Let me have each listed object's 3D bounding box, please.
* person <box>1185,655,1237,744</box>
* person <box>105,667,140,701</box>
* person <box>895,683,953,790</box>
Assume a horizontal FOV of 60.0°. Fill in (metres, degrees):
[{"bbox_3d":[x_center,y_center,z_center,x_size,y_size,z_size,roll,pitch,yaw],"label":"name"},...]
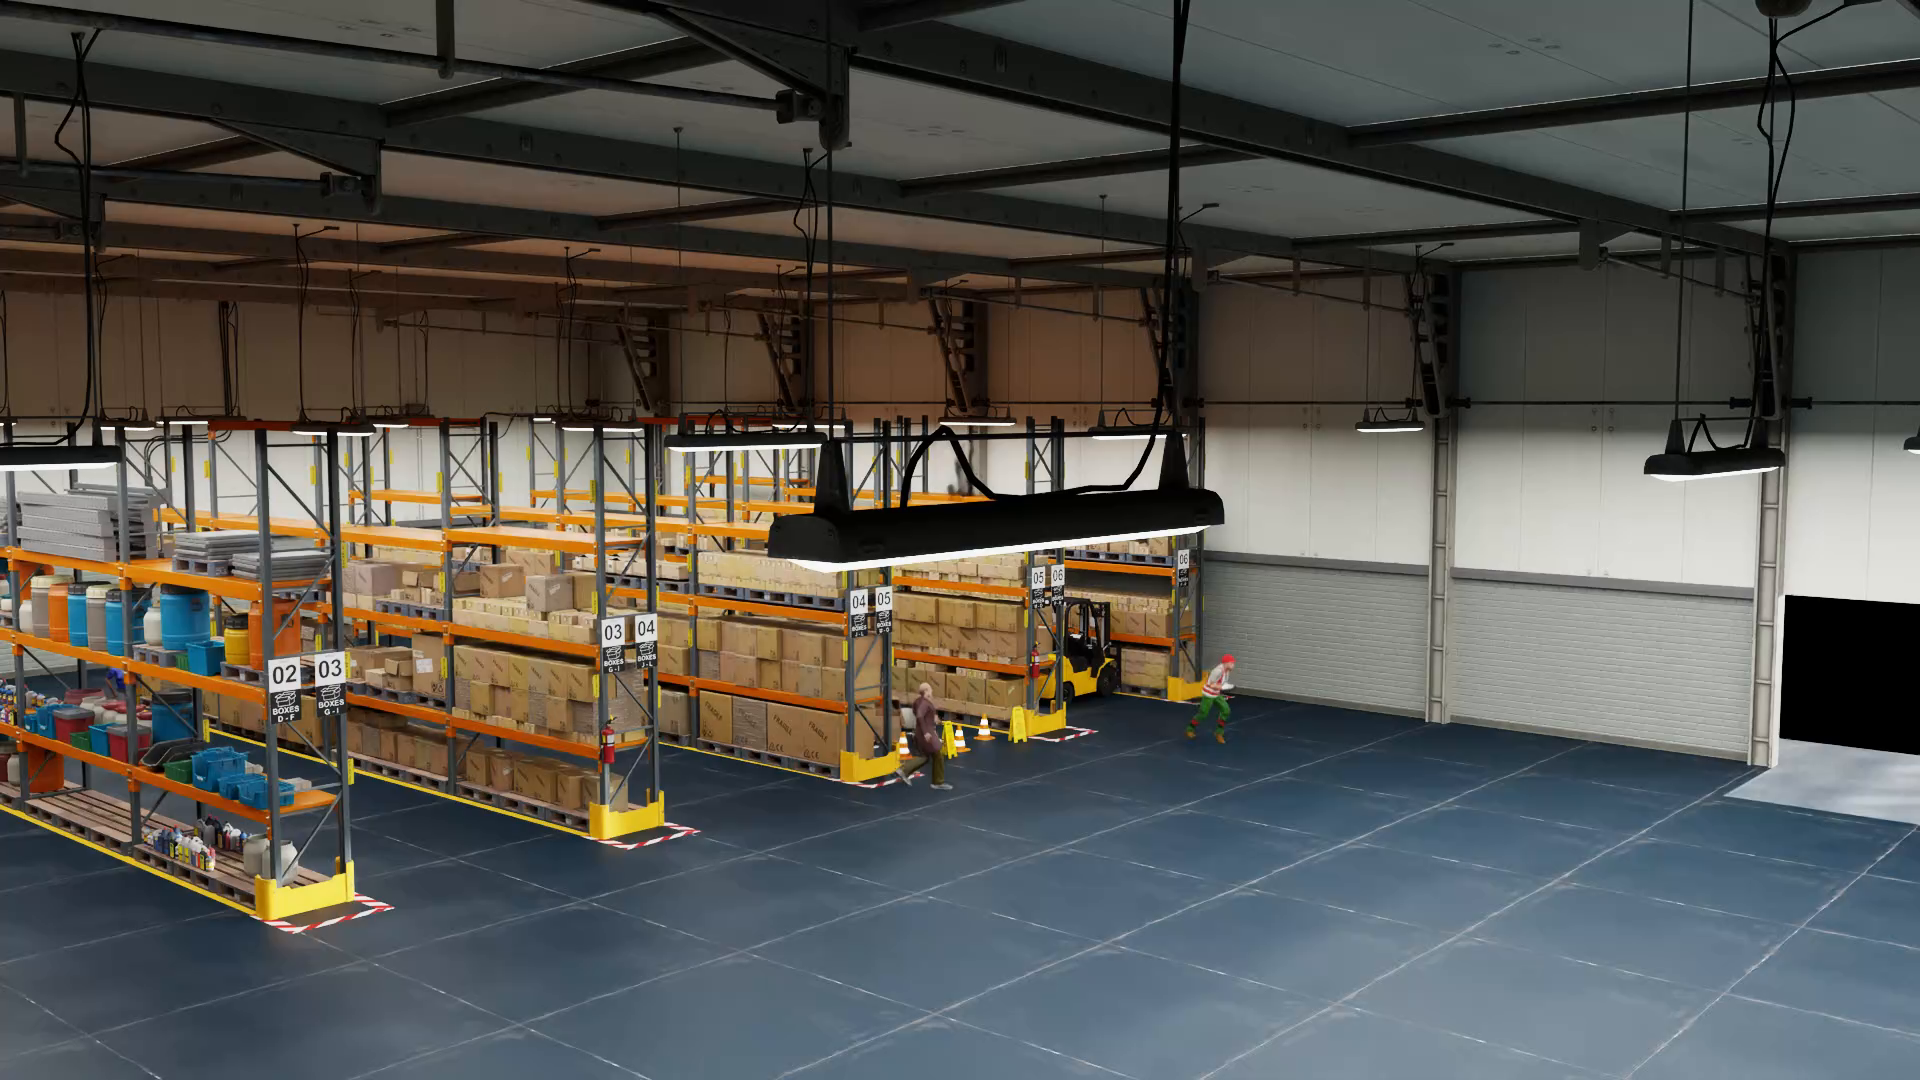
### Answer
[{"bbox_3d":[4.678,2.951,30.957,1.016,1.713,0.707,3,6,35],"label":"person"},{"bbox_3d":[-15.602,2.939,31.119,0.676,1.670,0.551,4,6,40],"label":"person"},{"bbox_3d":[-0.587,3.208,27.048,0.968,1.775,0.752,-2,5,-19],"label":"person"}]
